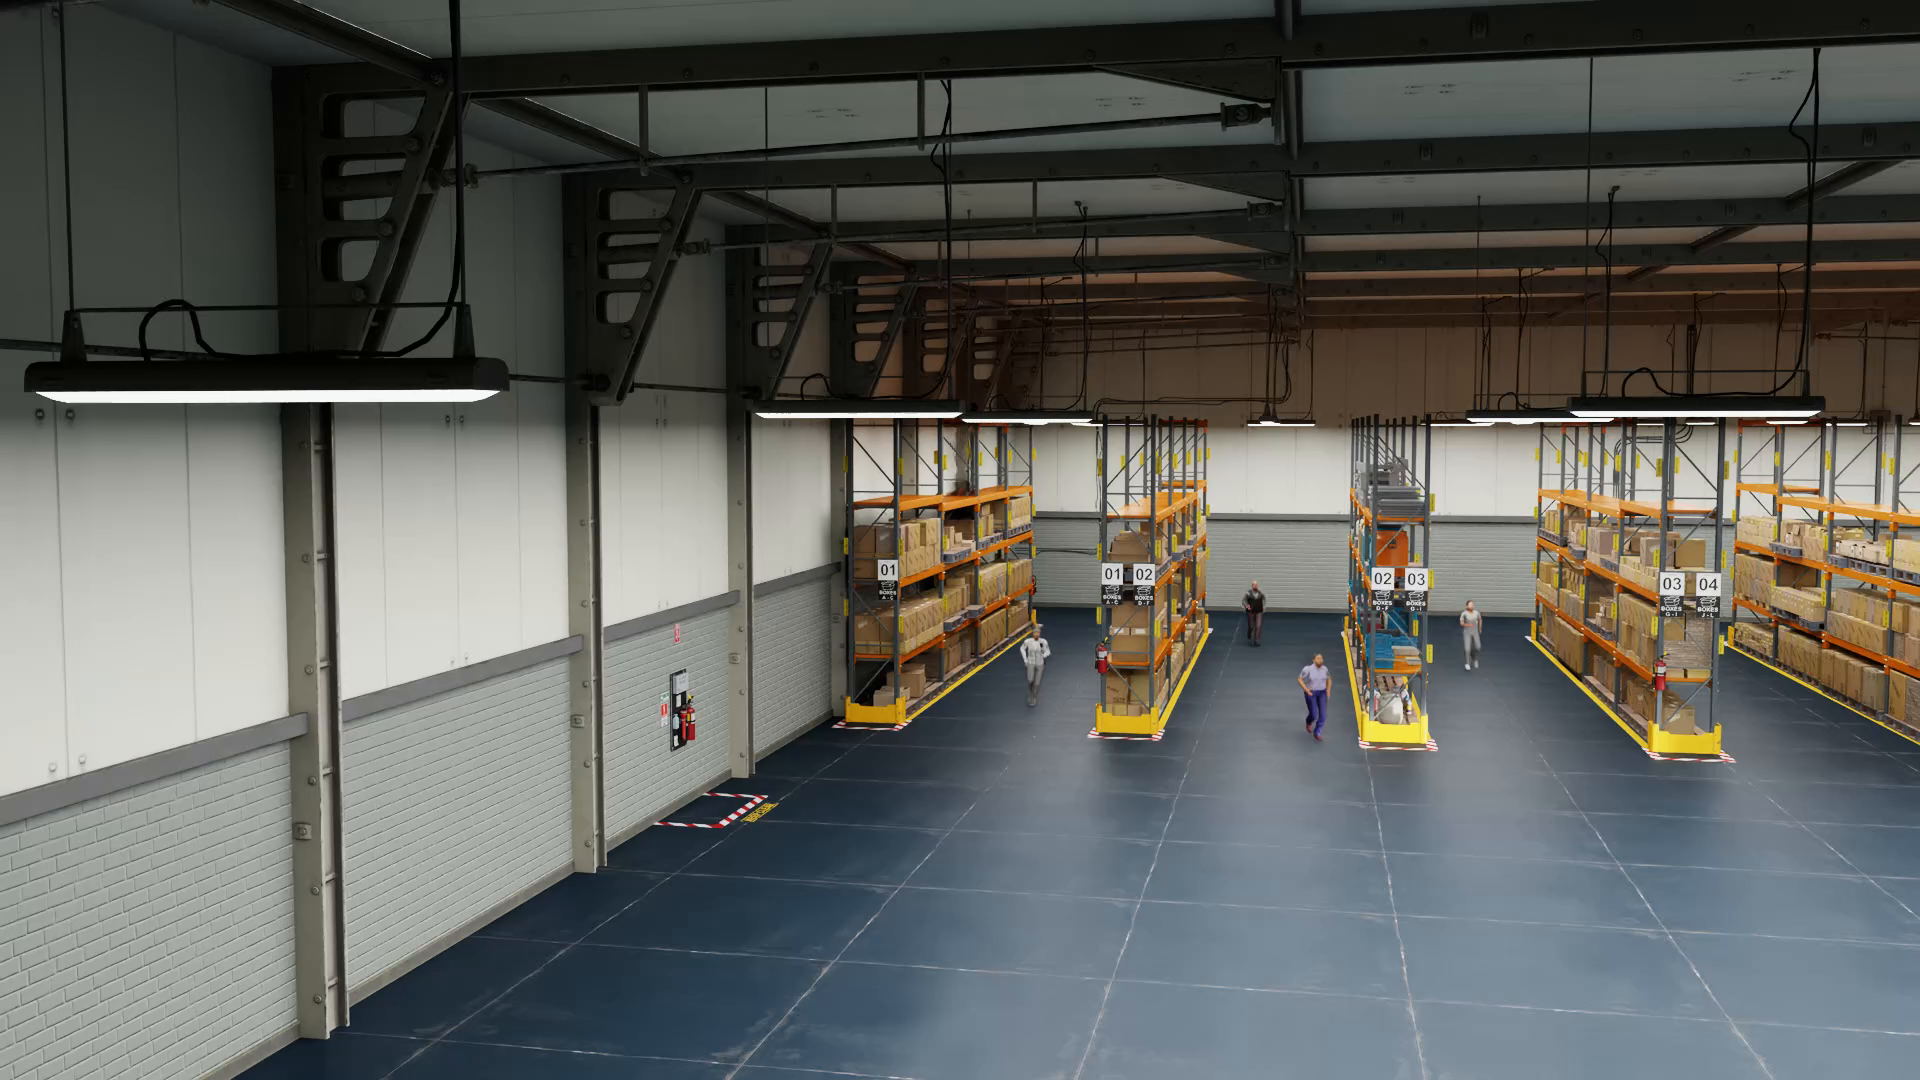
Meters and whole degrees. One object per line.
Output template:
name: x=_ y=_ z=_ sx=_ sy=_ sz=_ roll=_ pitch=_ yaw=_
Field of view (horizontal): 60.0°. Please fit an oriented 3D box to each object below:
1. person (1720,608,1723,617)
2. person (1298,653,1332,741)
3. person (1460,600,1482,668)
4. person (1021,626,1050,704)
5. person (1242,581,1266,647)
person: x=18.774 y=2.169 z=41.542 sx=0.508 sy=1.650 sz=0.719 roll=1 pitch=4 yaw=15
person: x=6.573 y=2.934 z=30.720 sx=0.638 sy=1.543 sz=0.532 roll=0 pitch=4 yaw=-7
person: x=12.185 y=2.256 z=39.607 sx=0.547 sy=1.648 sz=0.619 roll=0 pitch=4 yaw=2
person: x=1.569 y=2.585 z=34.422 sx=0.607 sy=1.649 sz=0.656 roll=0 pitch=4 yaw=-1
person: x=7.827 y=1.944 z=44.187 sx=0.663 sy=1.706 sz=0.848 roll=0 pitch=4 yaw=0
